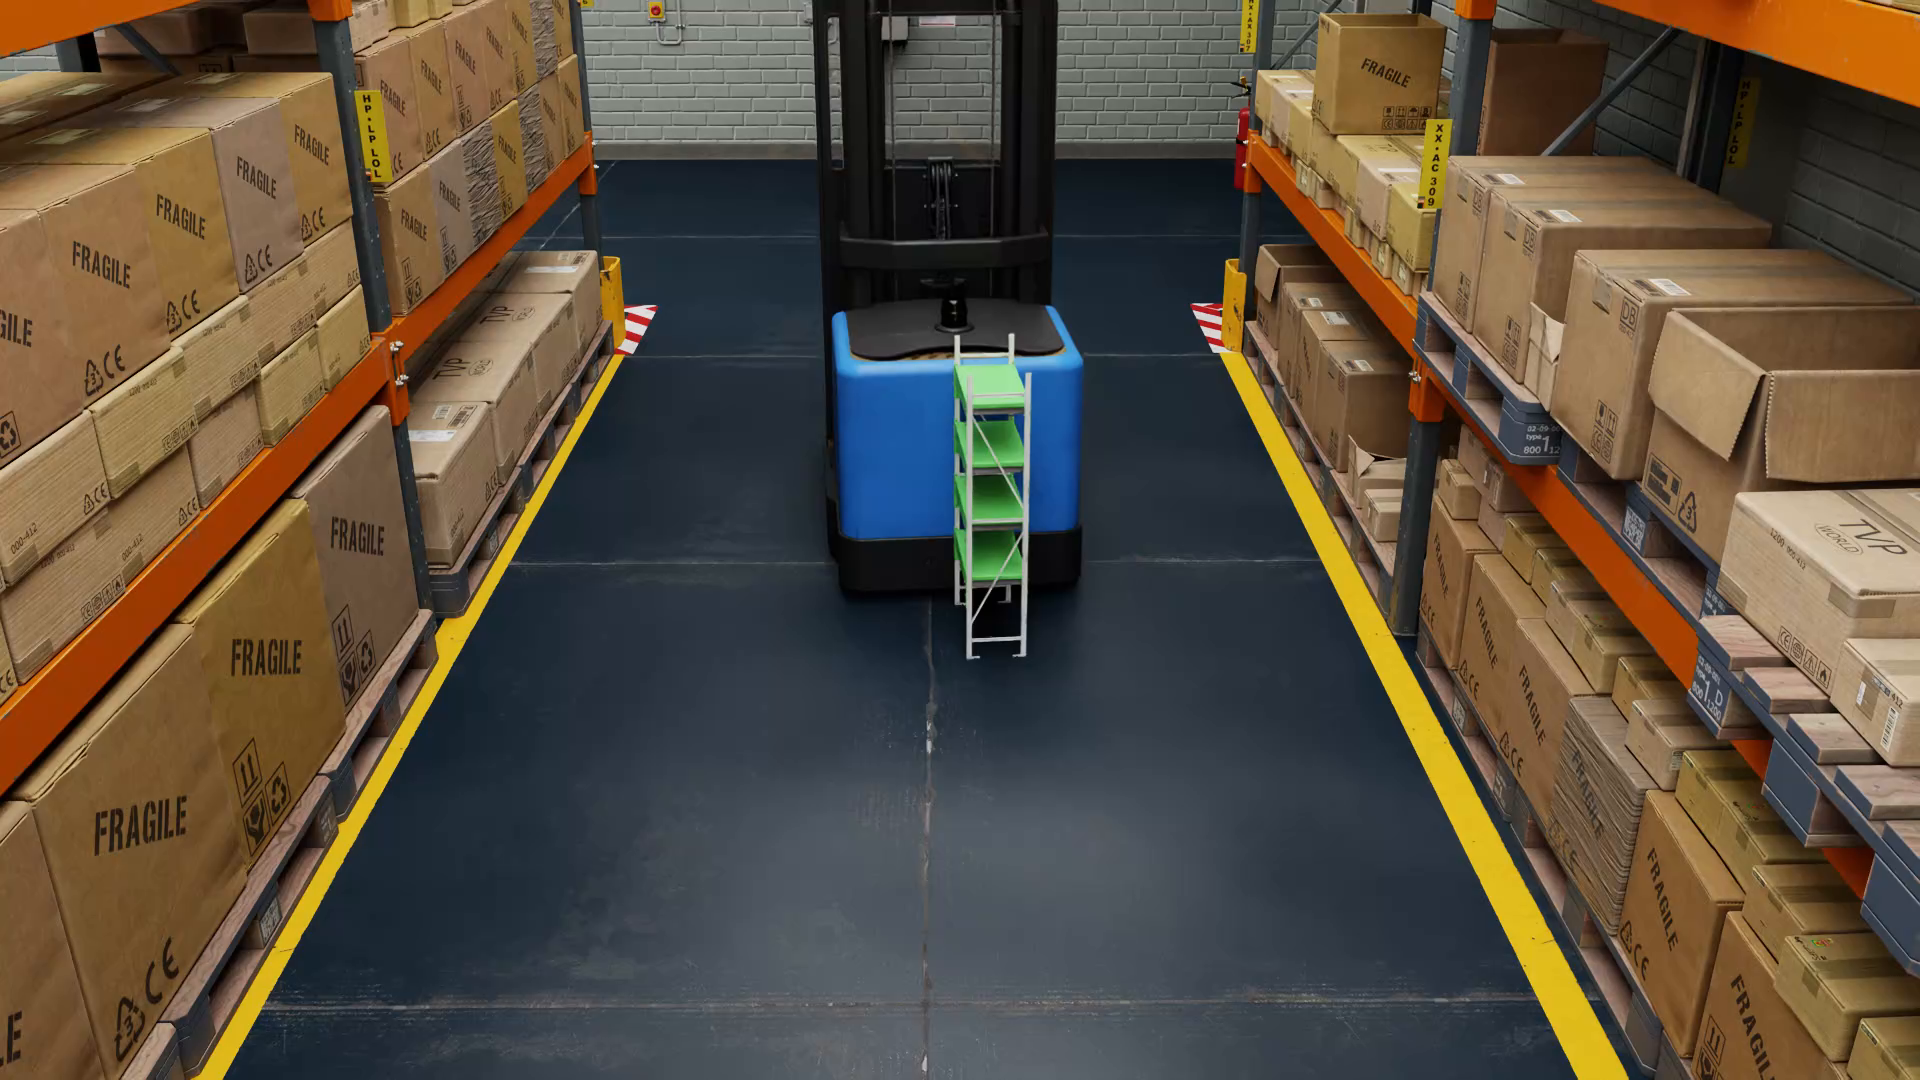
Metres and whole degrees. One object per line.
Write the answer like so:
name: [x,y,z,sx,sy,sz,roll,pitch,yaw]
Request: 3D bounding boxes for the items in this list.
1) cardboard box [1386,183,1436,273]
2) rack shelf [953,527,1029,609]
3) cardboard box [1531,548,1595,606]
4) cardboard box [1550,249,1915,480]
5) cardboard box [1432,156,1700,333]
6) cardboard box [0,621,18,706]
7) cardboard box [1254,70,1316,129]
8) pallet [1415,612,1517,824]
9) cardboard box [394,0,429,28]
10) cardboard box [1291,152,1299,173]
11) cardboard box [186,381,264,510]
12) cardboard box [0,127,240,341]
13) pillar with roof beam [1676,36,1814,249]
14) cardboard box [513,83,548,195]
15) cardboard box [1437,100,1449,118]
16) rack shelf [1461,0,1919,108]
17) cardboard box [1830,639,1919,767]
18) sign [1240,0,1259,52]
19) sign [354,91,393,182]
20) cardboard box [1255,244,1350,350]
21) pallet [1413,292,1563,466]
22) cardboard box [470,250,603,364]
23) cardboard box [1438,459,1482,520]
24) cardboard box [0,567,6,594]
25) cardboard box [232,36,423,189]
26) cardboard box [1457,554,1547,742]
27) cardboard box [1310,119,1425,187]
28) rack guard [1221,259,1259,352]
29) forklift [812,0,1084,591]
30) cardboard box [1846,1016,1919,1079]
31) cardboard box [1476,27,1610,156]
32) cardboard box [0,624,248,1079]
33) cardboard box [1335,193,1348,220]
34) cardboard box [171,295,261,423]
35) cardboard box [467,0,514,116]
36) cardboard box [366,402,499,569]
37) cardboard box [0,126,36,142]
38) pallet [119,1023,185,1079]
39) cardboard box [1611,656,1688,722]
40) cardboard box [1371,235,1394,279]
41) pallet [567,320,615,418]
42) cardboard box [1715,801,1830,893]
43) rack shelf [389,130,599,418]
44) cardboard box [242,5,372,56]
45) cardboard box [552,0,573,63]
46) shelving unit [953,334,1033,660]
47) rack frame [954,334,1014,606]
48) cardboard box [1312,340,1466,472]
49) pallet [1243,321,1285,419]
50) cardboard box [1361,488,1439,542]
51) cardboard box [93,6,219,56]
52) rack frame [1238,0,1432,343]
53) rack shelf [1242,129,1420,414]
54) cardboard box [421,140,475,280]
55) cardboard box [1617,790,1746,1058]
cardboard box: [2.039,-1.266,6.730,0.500,0.250,0.500,0,24,1]
rack shelf: [0.122,0.104,6.802,0.258,0.148,0.480,-2,24,-5]
cardboard box: [2.138,0.143,5.530,0.380,0.149,0.250,-1,24,-1]
cardboard box: [2.085,-0.490,4.562,0.700,0.500,0.500,0,24,-1]
cardboard box: [2.070,-1.027,5.749,0.700,0.500,0.500,0,24,1]
cardboard box: [-2.408,0.336,3.549,0.500,0.250,0.500,-1,24,-2]
cardboard box: [1.981,-2.517,9.497,0.500,0.250,0.500,0,24,0]
pallet: [2.335,0.615,6.133,1.003,0.211,1.213,0,24,-1]
cardboard box: [-2.424,-2.208,6.869,0.380,0.149,0.250,0,24,-1]
cardboard box: [2.002,-2.070,8.992,0.380,0.149,0.250,0,24,1]
cardboard box: [-2.427,-0.296,4.947,0.500,0.250,0.500,-1,24,-2]
cardboard box: [-2.420,-0.862,4.682,0.500,0.500,0.500,0,24,1]
pillar with roof beam: [-1.122,-3.995,5.663,9.100,9.000,0.400,0,24,-1]
cardboard box: [-2.442,-2.044,8.507,0.500,0.500,0.500,0,24,1]
cardboard box: [2.521,-2.101,8.576,0.500,0.250,0.500,1,24,1]
rack shelf: [2.311,-1.205,4.007,1.077,0.370,4.000,0,24,-1]
cardboard box: [1.942,0.312,3.215,0.380,0.149,0.250,0,24,0]
sign: [1.703,-3.030,9.760,0.100,0.325,0.005,0,24,-1]
sign: [-2.132,-1.464,6.038,0.100,0.325,0.005,0,24,-1]
cardboard box: [2.157,-1.440,9.813,0.797,0.503,0.637,-1,24,-3]
pallet: [2.188,-0.573,5.610,1.003,0.211,1.213,0,24,-1]
cardboard box: [-2.611,-1.367,9.732,0.875,0.438,0.875,-1,24,-2]
cardboard box: [2.027,-0.189,6.265,0.380,0.149,0.250,1,24,2]
cardboard box: [-2.394,0.100,3.465,0.500,0.250,0.500,0,24,1]
cardboard box: [-2.438,-1.665,6.456,0.500,0.500,0.500,0,24,0]
cardboard box: [2.085,0.377,5.800,0.500,0.500,0.500,-1,24,-1]
cardboard box: [2.022,-1.890,8.110,0.500,0.250,0.500,-1,24,-2]
rack guard: [2.246,-1.468,10.389,1.175,0.500,0.348,0,24,-1]
forklift: [-0.135,-1.688,7.926,1.130,2.935,3.031,-2,24,-5]
cardboard box: [2.074,1.108,3.397,0.380,0.149,0.250,-1,24,-3]
cardboard box: [2.539,-2.014,7.474,0.500,0.500,0.500,-1,24,-2]
cardboard box: [-2.561,0.806,4.396,0.875,0.875,0.875,0,24,0]
cardboard box: [2.034,-1.642,8.045,0.380,0.149,0.250,0,24,-1]
cardboard box: [-2.402,-0.526,4.848,0.500,0.250,0.500,0,24,1]
cardboard box: [-2.434,-2.292,7.843,0.500,0.500,0.500,0,24,-1]
cardboard box: [-2.574,-0.249,7.261,0.875,0.438,0.875,-1,24,-1]
cardboard box: [-2.921,-0.869,4.696,0.500,0.500,0.500,-1,24,-2]
pallet: [-2.564,1.627,3.896,1.003,0.211,1.213,0,24,-1]
cardboard box: [2.136,0.460,4.830,0.380,0.149,0.250,0,24,0]
cardboard box: [1.981,-1.220,7.113,0.380,0.149,0.250,0,24,1]
pallet: [-2.631,-1.015,9.738,1.003,0.211,1.213,0,24,-1]
cardboard box: [2.124,0.778,4.127,0.380,0.149,0.250,0,24,1]
rack shelf: [-2.696,-1.463,8.217,1.077,0.370,4.000,0,24,-1]
cardboard box: [-2.419,-1.894,6.176,0.380,0.149,0.250,-1,24,-1]
cardboard box: [-2.475,-2.918,9.227,0.500,0.500,0.500,1,24,1]
shelving unit: [0.122,-0.173,6.676,0.258,1.200,0.503,-2,24,-5]
rack frame: [0.098,-0.273,6.898,0.240,1.200,0.015,-2,24,-5]
cardboard box: [2.139,-0.658,8.089,0.700,0.500,0.500,-1,24,-3]
pallet: [2.256,-1.008,9.723,1.003,0.211,1.213,0,24,-1]
cardboard box: [1.989,-0.111,7.305,0.380,0.149,0.250,-1,24,-2]
cardboard box: [-2.996,-1.888,6.164,0.380,0.149,0.250,-1,24,-2]
rack frame: [2.245,-2.638,9.944,1.000,3.000,0.127,0,24,-1]
rack shelf: [2.267,-1.486,8.270,1.077,0.370,4.000,0,24,-1]
cardboard box: [-2.419,-1.414,7.115,0.500,0.500,0.500,0,24,0]
cardboard box: [2.109,1.011,4.399,0.500,0.500,0.500,1,24,2]
